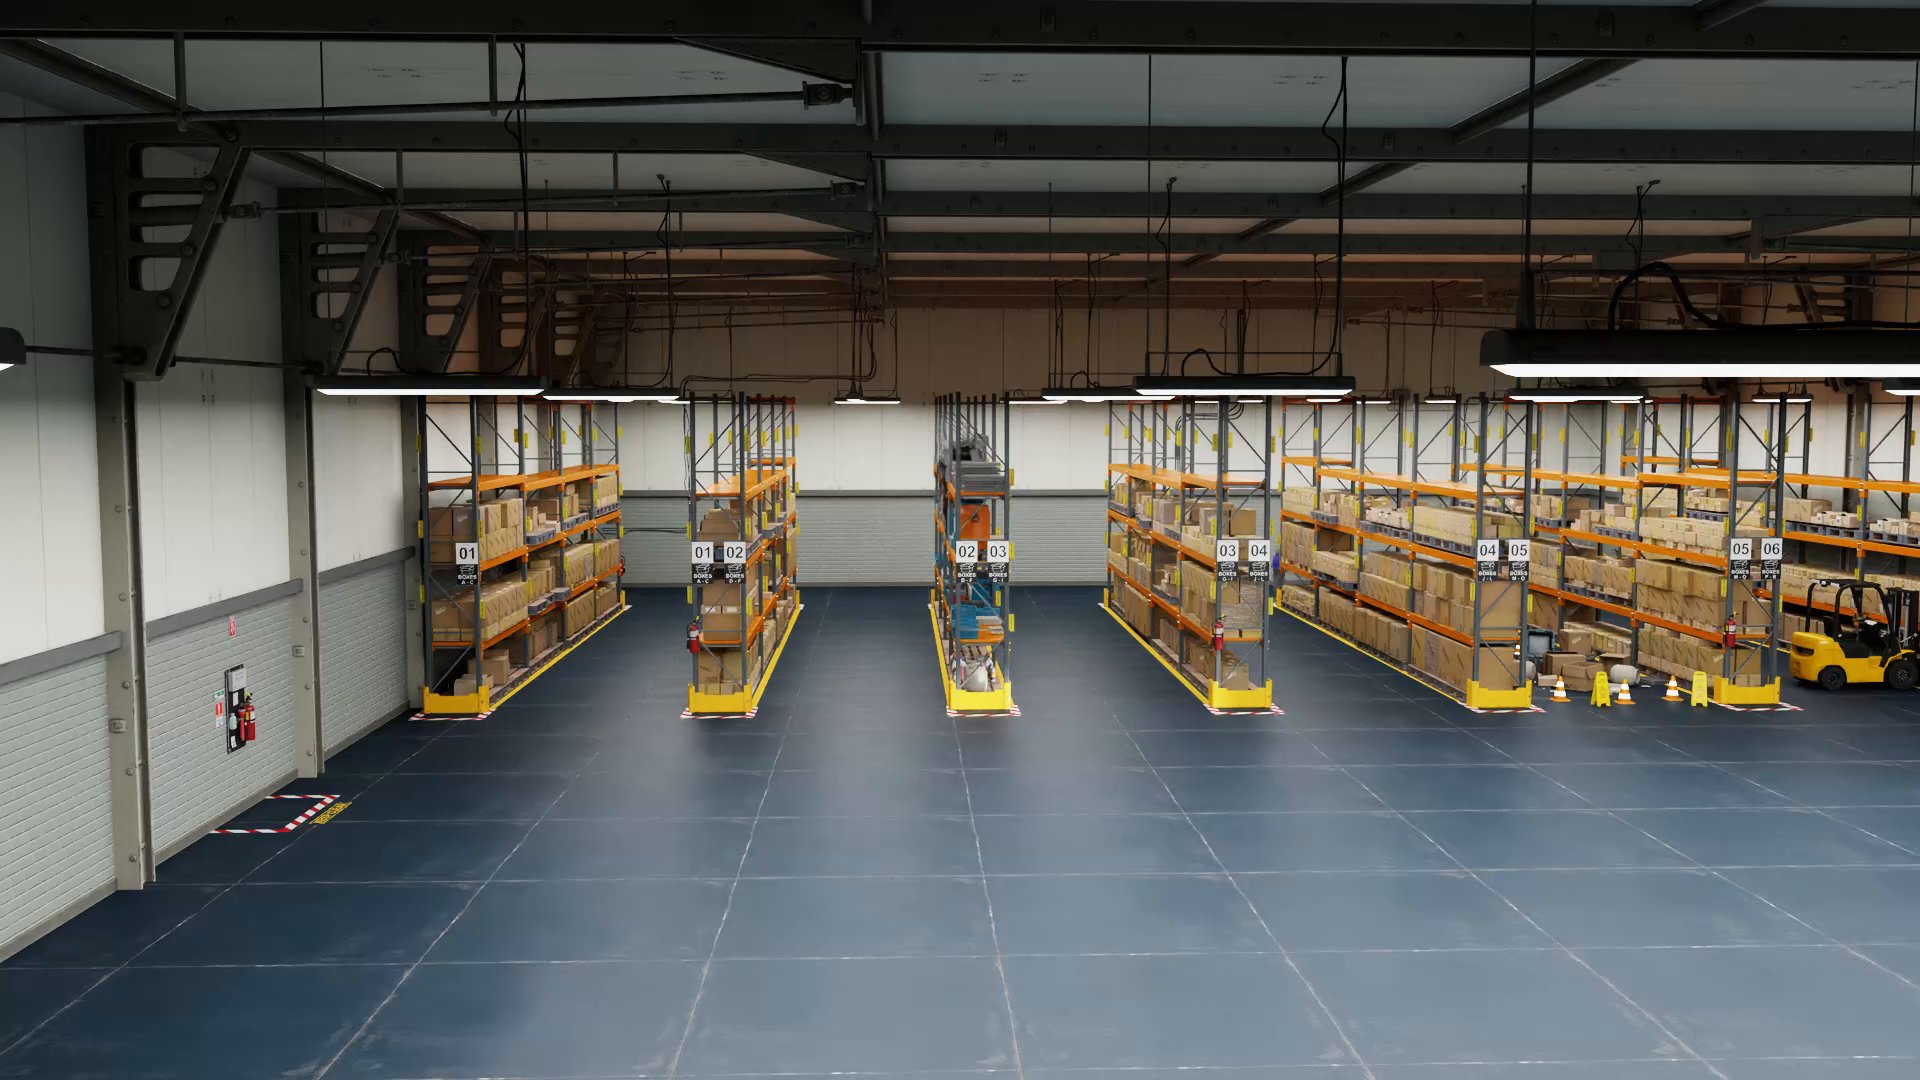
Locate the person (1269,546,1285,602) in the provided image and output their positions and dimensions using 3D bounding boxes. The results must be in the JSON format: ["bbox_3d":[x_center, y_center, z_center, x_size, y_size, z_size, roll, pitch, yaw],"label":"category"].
[{"bbox_3d":[9.425,0.999,48.988,0.803,1.648,0.579,-4,6,-37],"label":"person"}]

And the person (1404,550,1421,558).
[{"bbox_3d":[13.247,0.882,49.085,0.968,1.782,0.657,0,5,-2],"label":"person"}]
